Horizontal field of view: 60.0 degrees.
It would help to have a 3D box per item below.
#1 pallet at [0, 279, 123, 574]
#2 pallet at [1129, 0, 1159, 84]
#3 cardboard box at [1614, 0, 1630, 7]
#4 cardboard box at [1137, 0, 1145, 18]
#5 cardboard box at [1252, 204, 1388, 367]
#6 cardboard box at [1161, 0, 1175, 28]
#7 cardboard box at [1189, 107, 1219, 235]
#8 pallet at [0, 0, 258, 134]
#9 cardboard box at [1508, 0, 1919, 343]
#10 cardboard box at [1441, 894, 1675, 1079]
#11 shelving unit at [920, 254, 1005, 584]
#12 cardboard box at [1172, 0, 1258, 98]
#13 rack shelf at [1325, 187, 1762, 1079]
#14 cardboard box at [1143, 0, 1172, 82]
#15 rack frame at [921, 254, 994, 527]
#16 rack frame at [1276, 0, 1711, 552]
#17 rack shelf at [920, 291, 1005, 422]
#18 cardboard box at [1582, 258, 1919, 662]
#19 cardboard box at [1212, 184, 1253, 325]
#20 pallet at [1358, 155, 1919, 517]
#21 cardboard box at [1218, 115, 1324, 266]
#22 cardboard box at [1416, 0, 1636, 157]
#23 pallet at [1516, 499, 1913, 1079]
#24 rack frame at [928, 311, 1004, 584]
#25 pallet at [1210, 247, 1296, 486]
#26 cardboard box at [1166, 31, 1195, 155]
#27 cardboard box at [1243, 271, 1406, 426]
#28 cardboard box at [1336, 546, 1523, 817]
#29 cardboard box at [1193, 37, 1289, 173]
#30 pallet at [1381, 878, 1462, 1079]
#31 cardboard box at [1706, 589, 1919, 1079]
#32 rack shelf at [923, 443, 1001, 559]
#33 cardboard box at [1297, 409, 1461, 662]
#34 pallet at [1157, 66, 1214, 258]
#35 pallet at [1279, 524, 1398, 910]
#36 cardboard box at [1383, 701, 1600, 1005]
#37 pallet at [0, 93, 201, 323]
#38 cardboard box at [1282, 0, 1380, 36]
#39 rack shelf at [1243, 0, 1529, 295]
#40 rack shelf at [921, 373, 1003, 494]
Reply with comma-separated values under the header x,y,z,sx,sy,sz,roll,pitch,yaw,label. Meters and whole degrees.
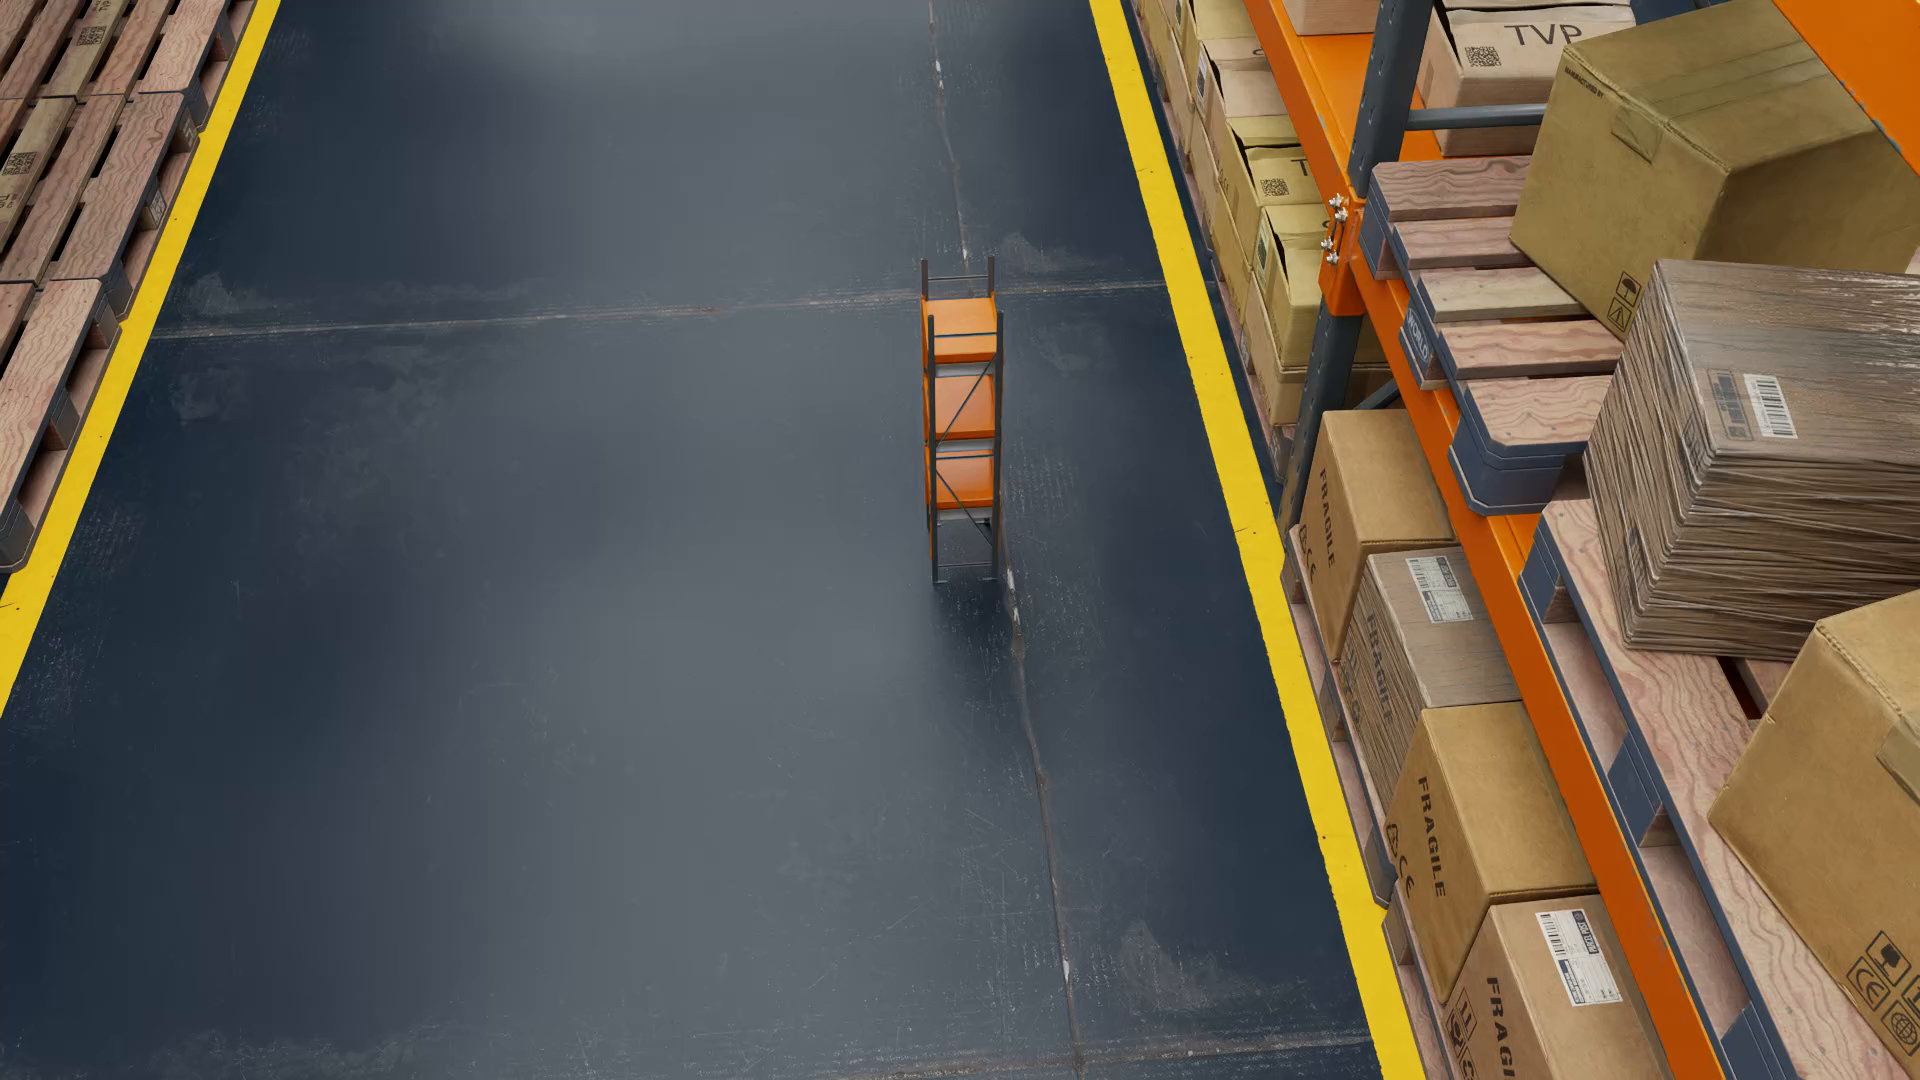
x,y,z,sx,sy,sz,roll,pitch,yaw,label
-3.452,-0.376,5.461,1.003,0.211,1.213,-3,47,-3,pallet
1.276,-2.475,7.449,1.003,0.211,1.213,-3,47,-3,pallet
1.629,-1.699,4.854,0.500,0.311,0.500,-4,47,-4,cardboard box
1.004,-2.487,7.144,0.500,0.250,0.500,-2,47,-2,cardboard box
1.221,-0.826,5.185,0.500,0.311,0.500,-2,47,-2,cardboard box
1.043,-2.305,6.586,0.500,0.311,0.500,-5,47,-5,cardboard box
1.138,-1.372,6.088,0.500,0.250,0.500,-3,47,-2,cardboard box
-3.656,-2.142,7.133,1.003,0.211,1.213,-3,47,-3,pallet
1.676,-0.801,3.584,0.700,0.500,0.500,-18,49,-16,cardboard box
1.399,1.103,3.558,0.500,0.500,0.500,-5,47,-5,cardboard box
0.004,-0.322,4.832,0.215,1.050,0.252,-3,47,-3,shelving unit
1.092,-1.930,6.230,0.500,0.311,0.500,-2,47,-2,cardboard box
1.678,0.624,3.089,1.077,0.370,4.000,-3,47,-3,rack shelf
1.050,-2.112,6.789,0.500,0.250,0.500,-5,47,-5,cardboard box
-0.006,-0.411,4.916,0.200,1.050,0.008,-3,47,-3,rack frame
1.511,-1.071,4.198,1.000,3.000,0.127,-3,47,-3,rack frame
0.004,-0.510,4.634,0.215,0.259,0.240,-3,47,-3,rack shelf
1.562,-0.127,2.947,0.700,0.500,0.500,4,47,4,cardboard box
1.177,-1.008,5.743,0.500,0.250,0.500,-4,47,-4,cardboard box
1.637,-0.519,3.807,1.213,0.211,1.003,-3,47,-3,pallet
1.171,-1.202,5.541,0.500,0.311,0.500,-4,47,-4,cardboard box
1.524,-1.306,4.482,0.500,0.311,0.500,-1,47,-1,cardboard box
1.678,0.402,2.936,1.003,0.211,1.213,-3,47,-3,pallet
0.015,-0.234,4.749,0.200,1.050,0.008,-3,47,-3,rack frame
1.480,-0.710,5.777,1.003,0.211,1.213,-3,47,-3,pallet
1.092,-1.744,6.441,0.500,0.250,0.500,-3,47,-3,cardboard box
1.223,-0.635,5.390,0.500,0.250,0.500,-2,47,-2,cardboard box
1.313,0.363,4.259,0.500,0.500,0.500,-5,47,-5,cardboard box
1.132,-1.567,5.887,0.500,0.311,0.500,-4,47,-4,cardboard box
1.634,1.311,3.863,1.003,0.211,1.213,-3,47,-3,pallet
1.636,0.370,2.476,0.700,0.500,0.500,-14,48,-13,cardboard box
0.004,-0.124,5.042,0.215,0.259,0.240,-3,47,-3,rack shelf
1.264,-0.016,4.618,0.500,0.500,0.500,-2,47,-2,cardboard box
1.381,-1.591,6.611,1.003,0.211,1.213,-3,47,-3,pallet
1.535,0.431,4.697,1.003,0.211,1.213,-3,47,-3,pallet
1.350,0.726,3.915,0.500,0.500,0.500,-4,47,-4,cardboard box
-3.551,-1.257,6.295,1.003,0.211,1.213,-3,47,-3,pallet
1.160,-1.618,4.890,0.380,0.149,0.250,-3,47,-3,cardboard box
1.343,-2.270,5.830,1.077,0.370,4.000,-3,47,-3,rack shelf
0.004,-0.315,4.840,0.215,0.259,0.240,-3,47,-3,rack shelf
